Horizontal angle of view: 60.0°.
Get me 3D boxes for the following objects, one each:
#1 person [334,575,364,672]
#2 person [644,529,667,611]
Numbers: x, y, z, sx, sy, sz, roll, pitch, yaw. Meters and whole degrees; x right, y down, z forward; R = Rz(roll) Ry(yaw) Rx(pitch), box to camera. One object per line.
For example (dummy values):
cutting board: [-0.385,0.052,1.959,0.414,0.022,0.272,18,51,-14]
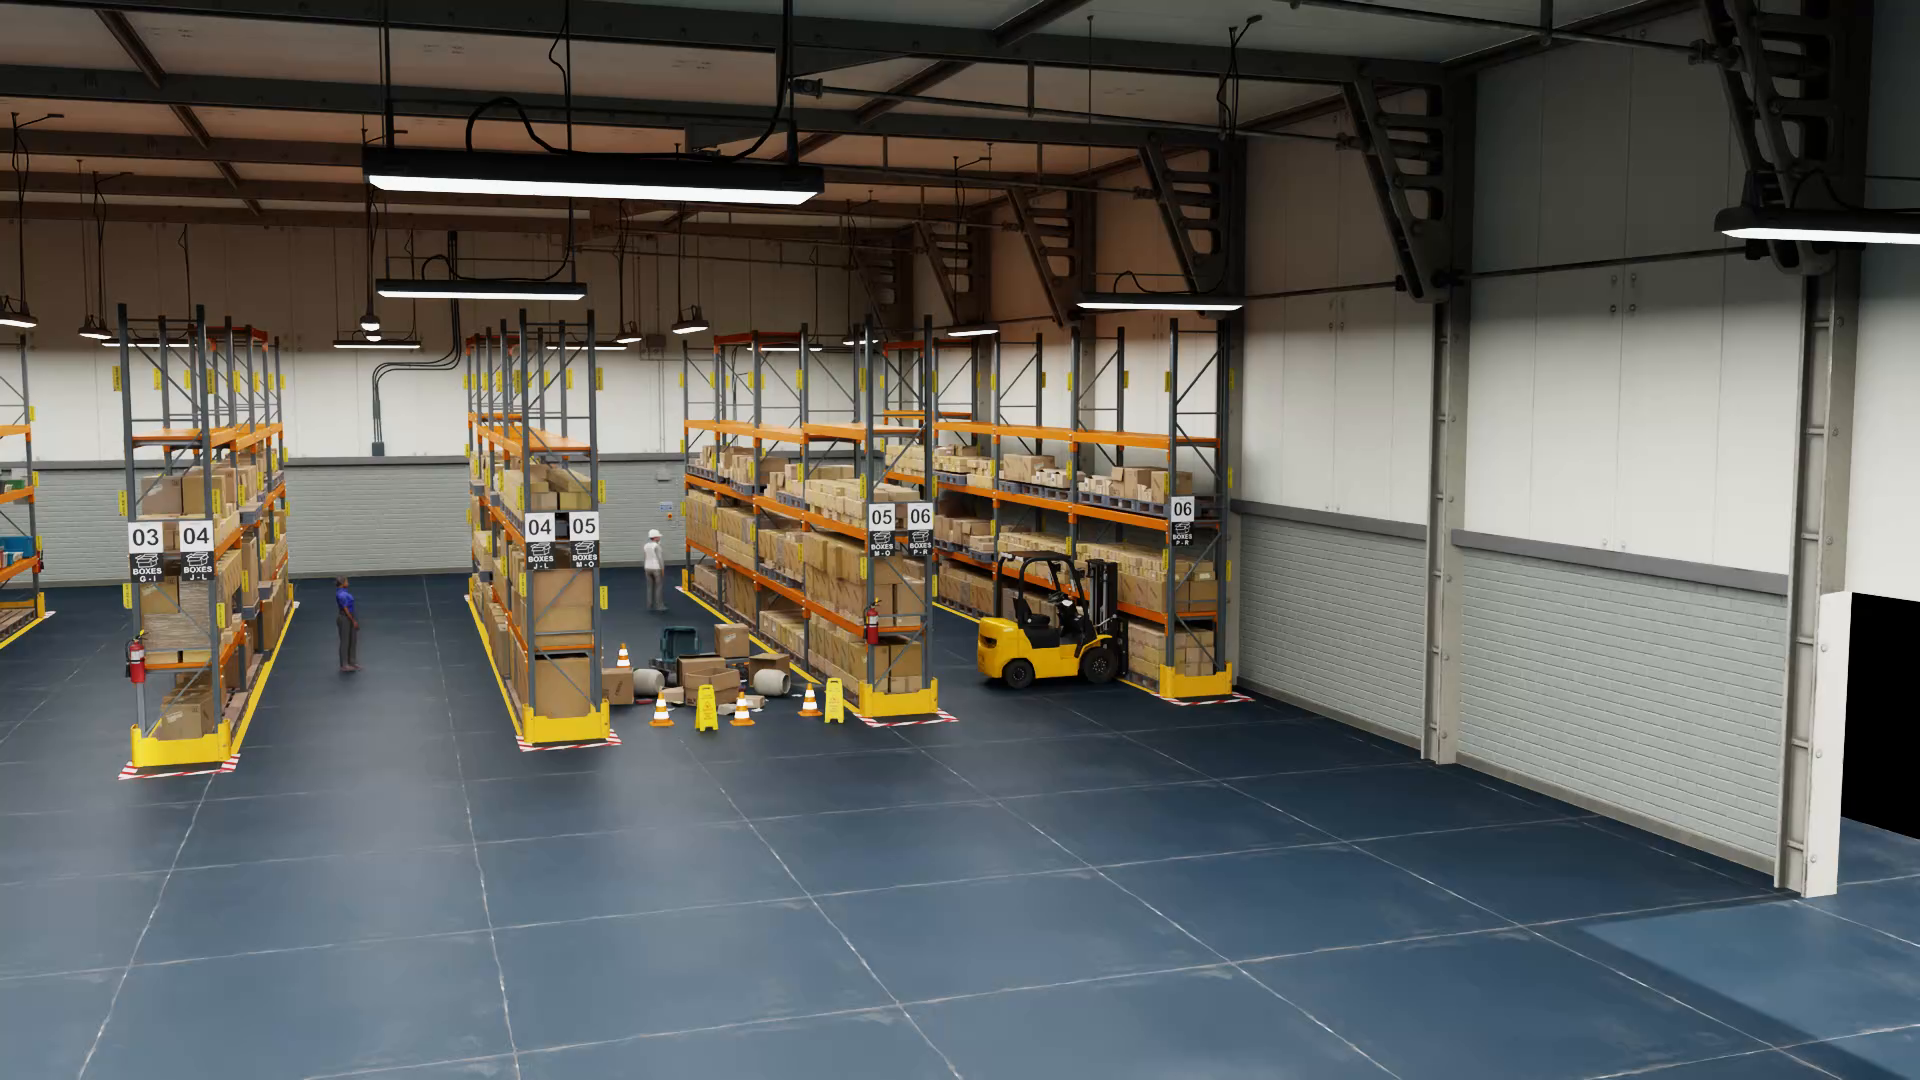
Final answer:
person: [-10.621,1.446,28.938,0.499,1.689,0.513,0,5,5]
person: [-6.673,0.653,36.448,0.584,1.777,0.409,3,6,30]
